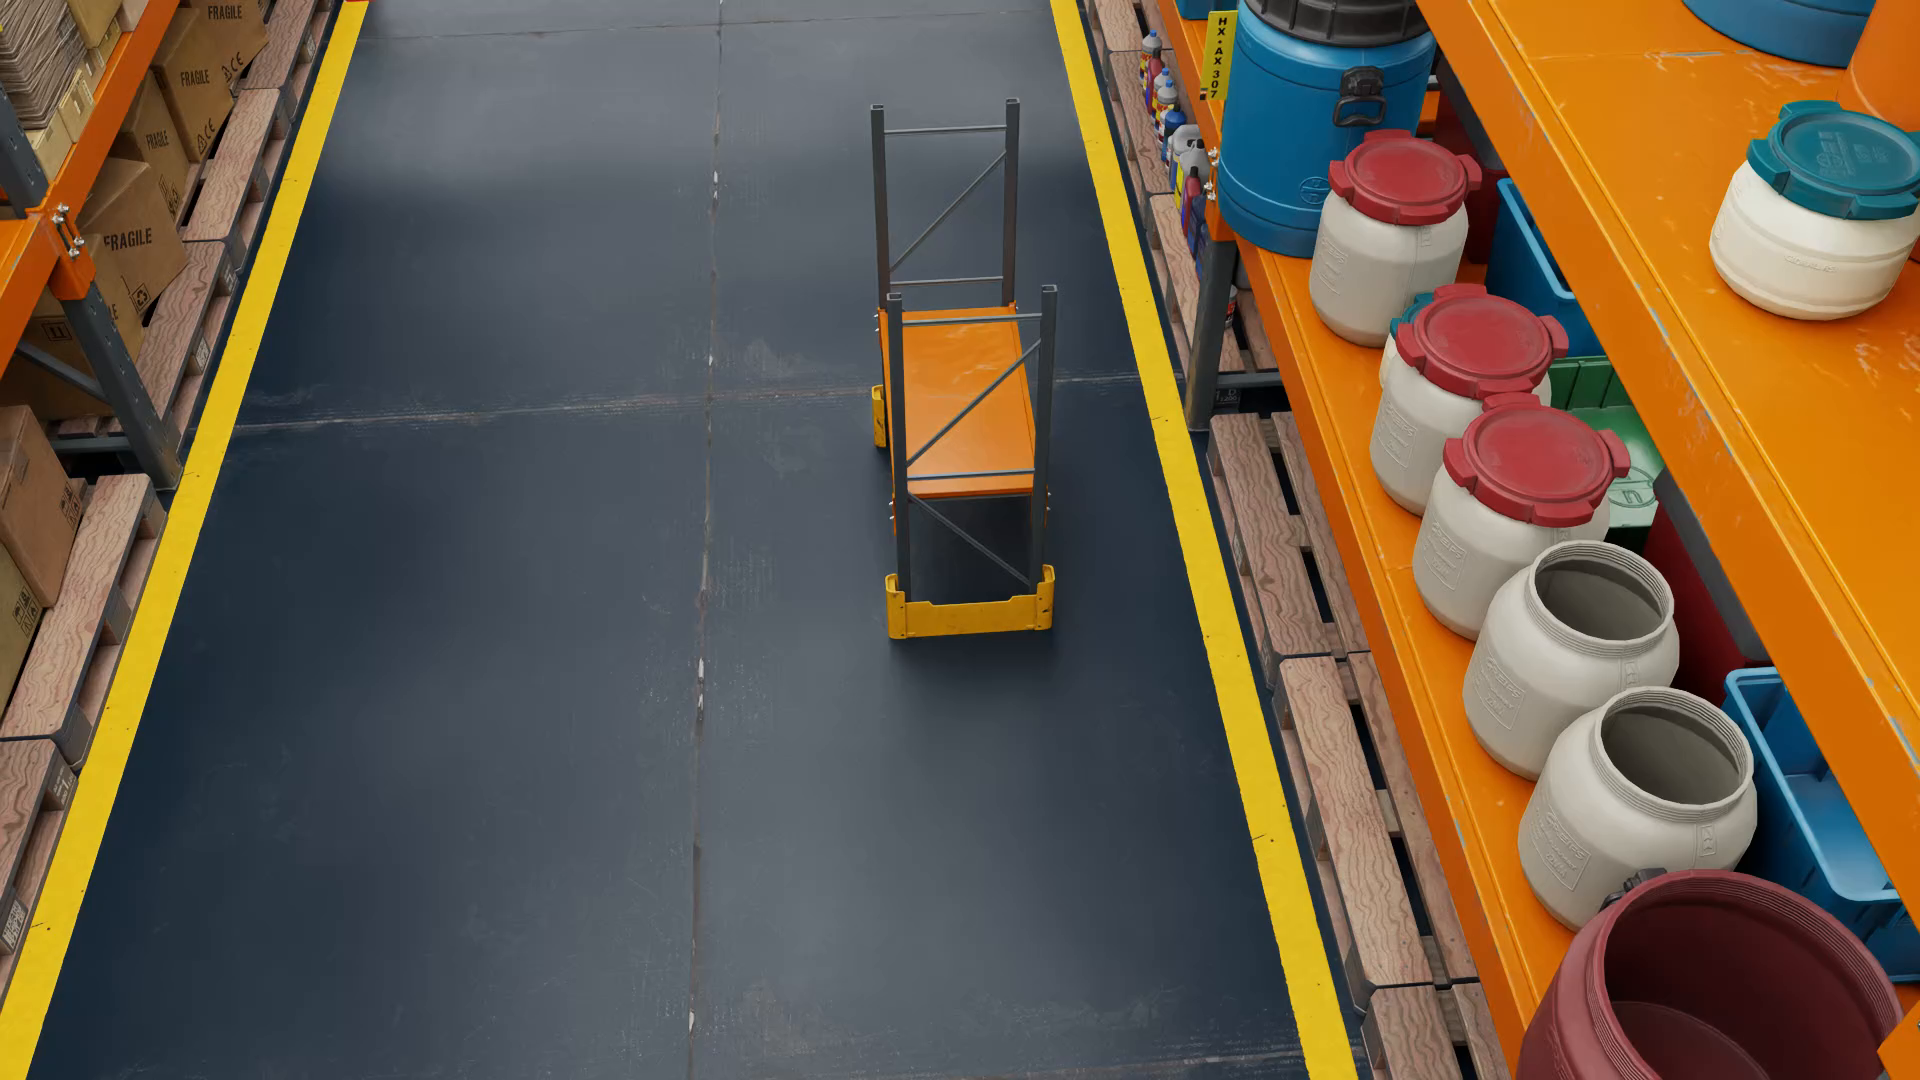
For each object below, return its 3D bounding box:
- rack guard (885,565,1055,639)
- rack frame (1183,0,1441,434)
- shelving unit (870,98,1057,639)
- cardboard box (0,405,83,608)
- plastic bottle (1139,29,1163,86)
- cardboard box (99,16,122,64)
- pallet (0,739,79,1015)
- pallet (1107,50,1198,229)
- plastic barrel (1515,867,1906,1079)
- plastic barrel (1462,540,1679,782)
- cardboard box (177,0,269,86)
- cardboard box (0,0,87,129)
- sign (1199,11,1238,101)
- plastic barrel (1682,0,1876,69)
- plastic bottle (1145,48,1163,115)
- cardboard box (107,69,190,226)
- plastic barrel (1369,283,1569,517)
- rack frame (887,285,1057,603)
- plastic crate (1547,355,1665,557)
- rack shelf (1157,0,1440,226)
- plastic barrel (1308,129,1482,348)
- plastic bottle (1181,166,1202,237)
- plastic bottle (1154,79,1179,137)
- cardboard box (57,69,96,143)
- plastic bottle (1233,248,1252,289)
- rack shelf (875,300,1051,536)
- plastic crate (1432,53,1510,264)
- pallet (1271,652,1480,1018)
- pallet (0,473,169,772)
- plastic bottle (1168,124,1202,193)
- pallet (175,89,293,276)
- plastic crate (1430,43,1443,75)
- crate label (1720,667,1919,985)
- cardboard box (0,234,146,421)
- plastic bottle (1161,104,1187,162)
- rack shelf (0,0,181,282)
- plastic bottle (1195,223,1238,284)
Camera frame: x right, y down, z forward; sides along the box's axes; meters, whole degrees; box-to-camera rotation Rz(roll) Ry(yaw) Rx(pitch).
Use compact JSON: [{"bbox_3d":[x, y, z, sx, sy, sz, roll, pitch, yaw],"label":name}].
[{"bbox_3d":[0.035,0.219,5.870,0.587,0.250,0.087,-3,47,-3],"label":"rack guard"},{"bbox_3d":[1.407,-1.532,5.635,1.000,3.000,0.127,-3,47,-3],"label":"rack frame"},{"bbox_3d":[-0.006,-0.571,5.758,0.587,1.500,1.083,-3,47,-3],"label":"shelving unit"},{"bbox_3d":[-3.499,-0.078,5.676,0.700,0.500,0.500,-7,47,-6],"label":"cardboard box"},{"bbox_3d":[0.913,-2.309,7.947,0.097,0.271,0.097,0,47,0],"label":"plastic bottle"},{"bbox_3d":[-3.334,-1.860,6.119,0.380,0.149,0.250,-3,47,-3],"label":"cardboard box"},{"bbox_3d":[-3.357,1.175,4.991,1.003,0.211,1.213,-3,47,-3],"label":"pallet"},{"bbox_3d":[1.287,-1.947,7.948,1.003,0.211,1.213,-3,47,-3],"label":"pallet"},{"bbox_3d":[1.401,0.998,3.146,0.600,0.536,0.708,-3,47,-3],"label":"plastic barrel"},{"bbox_3d":[1.408,0.287,3.835,0.421,0.512,0.421,0,47,0],"label":"plastic barrel"},{"bbox_3d":[-3.744,-2.527,8.010,0.500,0.500,0.500,8,47,7],"label":"cardboard box"},{"bbox_3d":[-3.505,-1.697,5.518,0.875,0.500,0.500,-3,47,-3],"label":"cardboard box"},{"bbox_3d":[0.858,-1.602,5.511,0.100,0.325,0.005,-3,47,-3],"label":"sign"},{"bbox_3d":[1.775,-1.435,3.132,0.600,0.901,0.708,-3,47,-3],"label":"plastic barrel"},{"bbox_3d":[0.914,-2.148,7.786,0.061,0.283,0.133,-3,47,-3],"label":"plastic bottle"},{"bbox_3d":[-3.708,-1.666,7.195,0.500,0.500,0.500,-7,47,-7],"label":"cardboard box"},{"bbox_3d":[1.330,-0.343,4.415,0.433,0.535,0.433,0,47,0],"label":"plastic barrel"},{"bbox_3d":[0.035,-0.210,5.416,0.500,1.500,0.032,-3,47,-3],"label":"rack frame"},{"bbox_3d":[1.834,-0.217,4.535,0.450,0.188,0.662,-3,47,-3],"label":"plastic crate"},{"bbox_3d":[1.240,-2.732,7.267,1.077,0.370,4.000,-3,47,-3],"label":"rack shelf"},{"bbox_3d":[1.268,-0.874,4.918,0.433,0.535,0.433,0,47,0],"label":"plastic barrel"},{"bbox_3d":[0.995,-1.452,7.127,0.061,0.283,0.133,-1,47,-1],"label":"plastic bottle"},{"bbox_3d":[0.950,-1.988,7.643,0.097,0.271,0.097,0,47,0],"label":"plastic bottle"},{"bbox_3d":[-3.255,-1.500,5.778,0.380,0.149,0.250,-3,47,-3],"label":"cardboard box"},{"bbox_3d":[1.209,-1.230,6.870,0.144,0.351,0.185,-3,47,-3],"label":"plastic bottle"},{"bbox_3d":[-0.007,-0.454,5.895,0.538,0.185,1.000,-3,47,-3],"label":"rack shelf"},{"bbox_3d":[1.752,-1.223,5.298,0.402,0.464,0.583,-3,47,-3],"label":"plastic crate"},{"bbox_3d":[1.617,0.877,5.274,1.003,0.211,1.213,-3,47,-3],"label":"pallet"},{"bbox_3d":[-3.462,0.291,5.829,1.003,0.211,1.213,-3,47,-3],"label":"pallet"},{"bbox_3d":[1.013,-1.686,7.354,0.152,0.276,0.135,-3,47,-3],"label":"plastic bottle"},{"bbox_3d":[-3.725,-1.641,7.659,1.003,0.211,1.213,-3,47,-3],"label":"pallet"},{"bbox_3d":[1.490,-1.898,6.024,0.767,0.338,0.504,-3,47,-3],"label":"plastic crate"},{"bbox_3d":[1.928,0.614,3.578,0.502,0.435,0.616,-3,47,-3],"label":"crate label"},{"bbox_3d":[-3.522,-0.808,6.382,0.500,0.500,0.500,-5,47,-5],"label":"cardboard box"},{"bbox_3d":[0.967,-1.842,7.505,0.097,0.271,0.097,0,47,0],"label":"plastic bottle"},{"bbox_3d":[-3.696,-2.431,6.982,1.077,0.370,4.000,-3,47,-3],"label":"rack shelf"},{"bbox_3d":[1.066,-1.221,6.862,0.144,0.351,0.185,-5,47,-4],"label":"plastic bottle"}]
